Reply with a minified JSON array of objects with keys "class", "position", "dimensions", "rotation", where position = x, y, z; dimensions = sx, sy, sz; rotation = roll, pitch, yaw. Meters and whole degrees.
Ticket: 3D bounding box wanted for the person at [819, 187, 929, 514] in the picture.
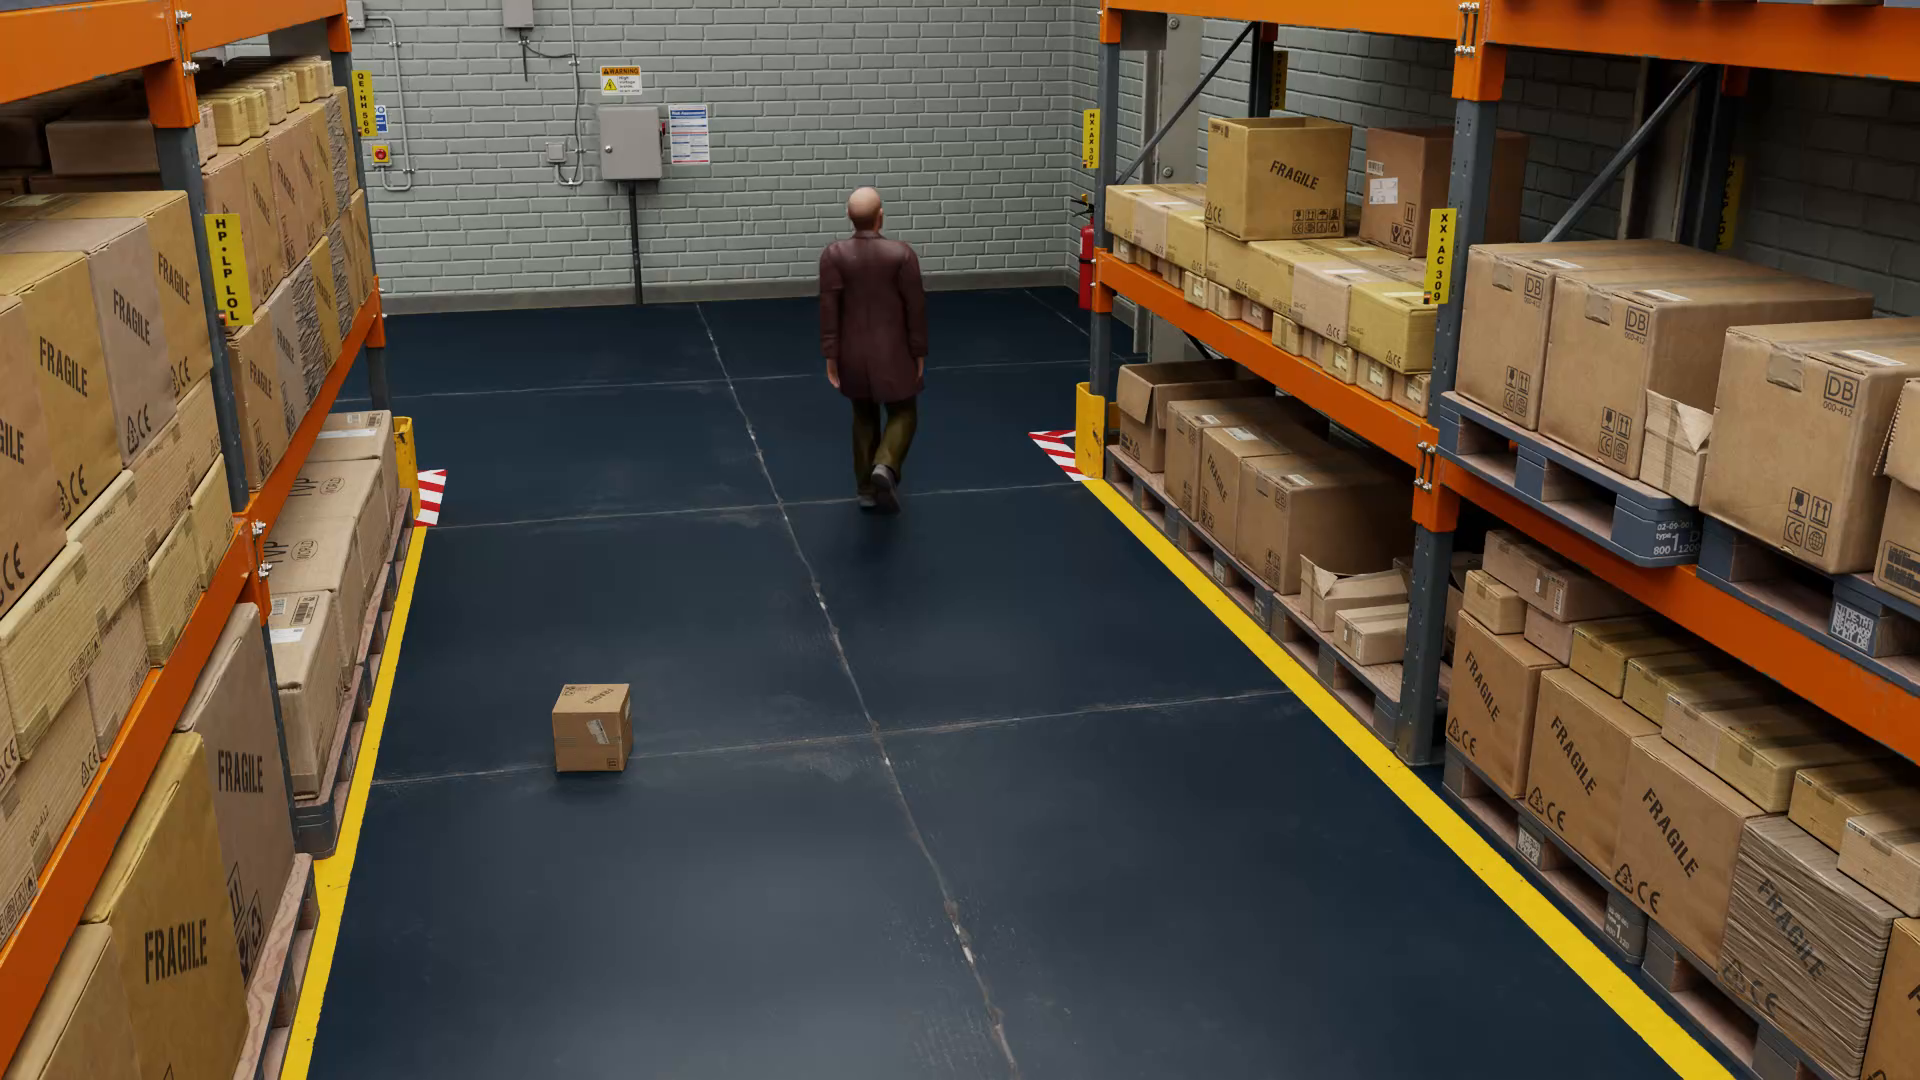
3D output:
[{"class":"person","position":[-0.455,-0.990,8.871],"dimensions":[0.576,1.757,0.790],"rotation":[3,20,9]}]
